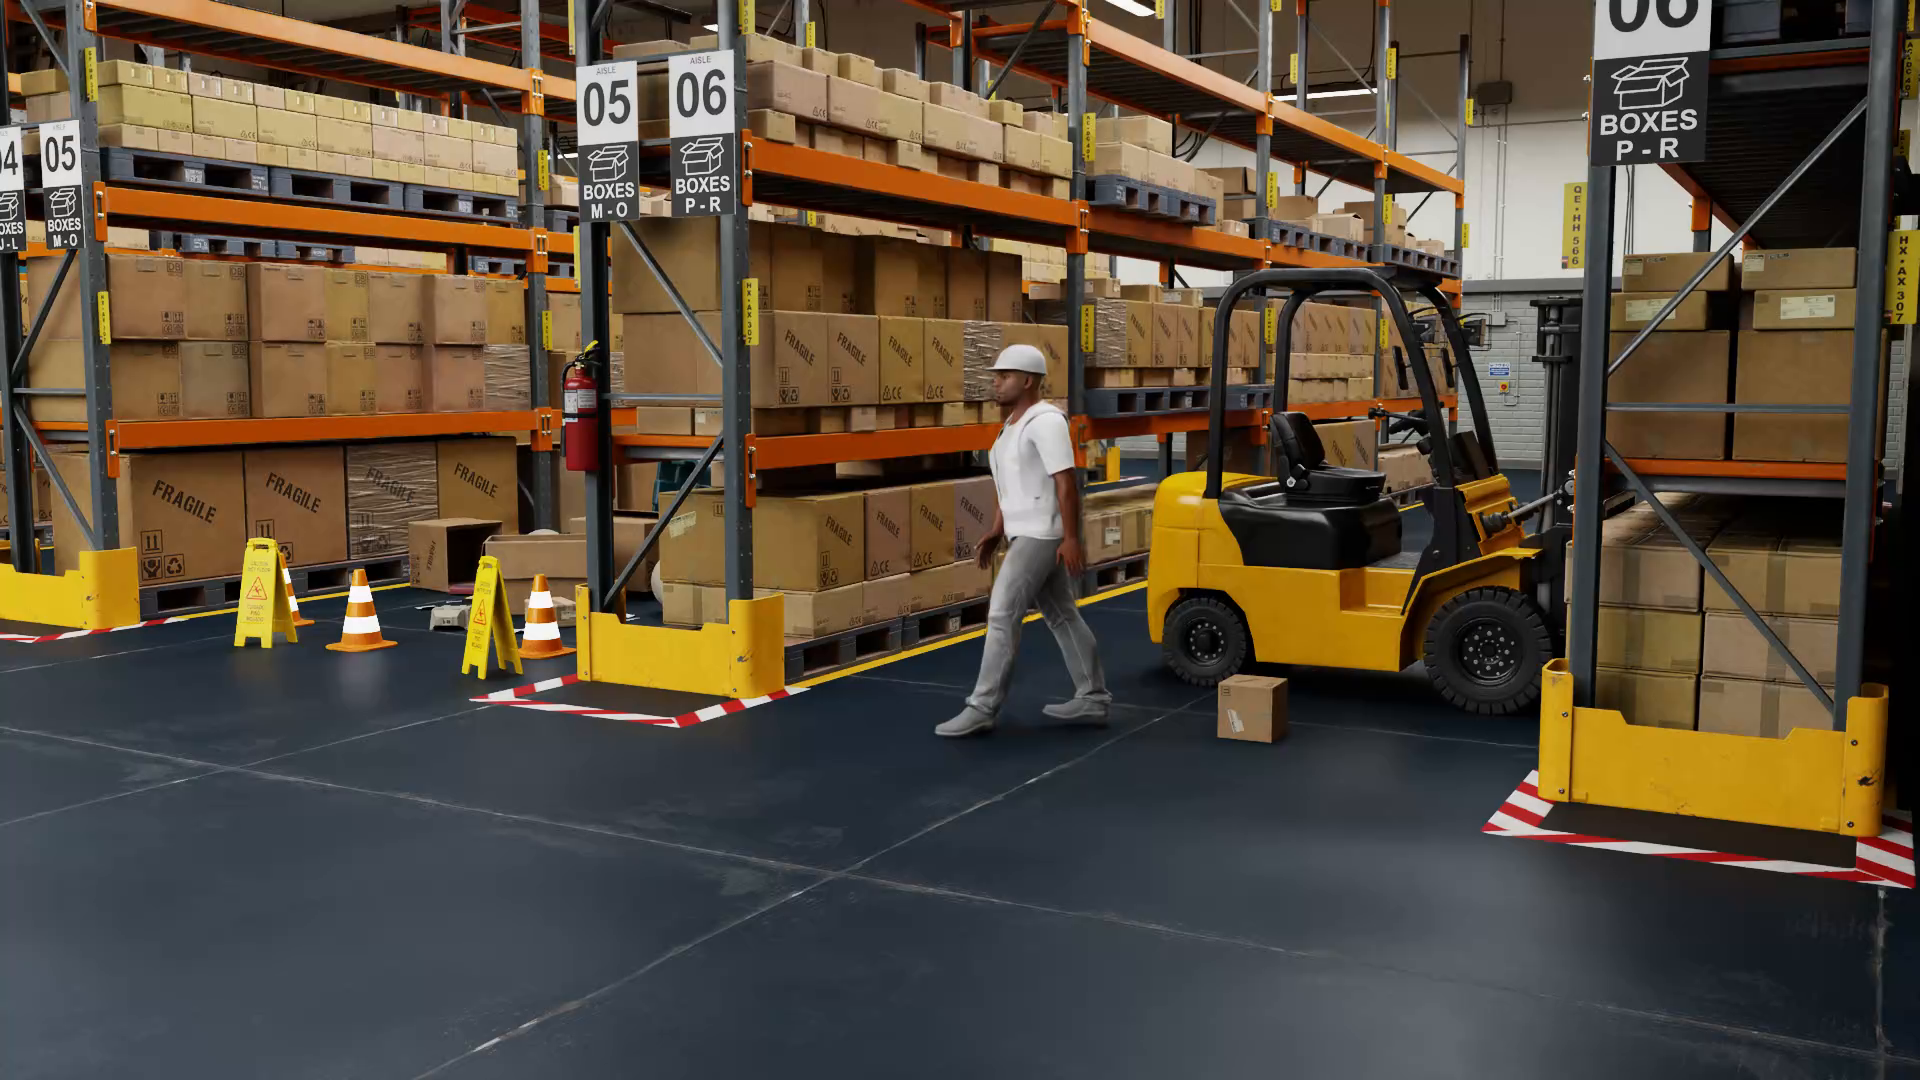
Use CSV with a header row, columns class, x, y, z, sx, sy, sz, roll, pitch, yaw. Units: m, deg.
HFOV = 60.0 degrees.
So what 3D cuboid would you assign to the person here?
class,x,y,z,sx,sy,sz,roll,pitch,yaw
person,0.288,-0.015,7.596,0.847,1.745,0.564,-1,6,-6
